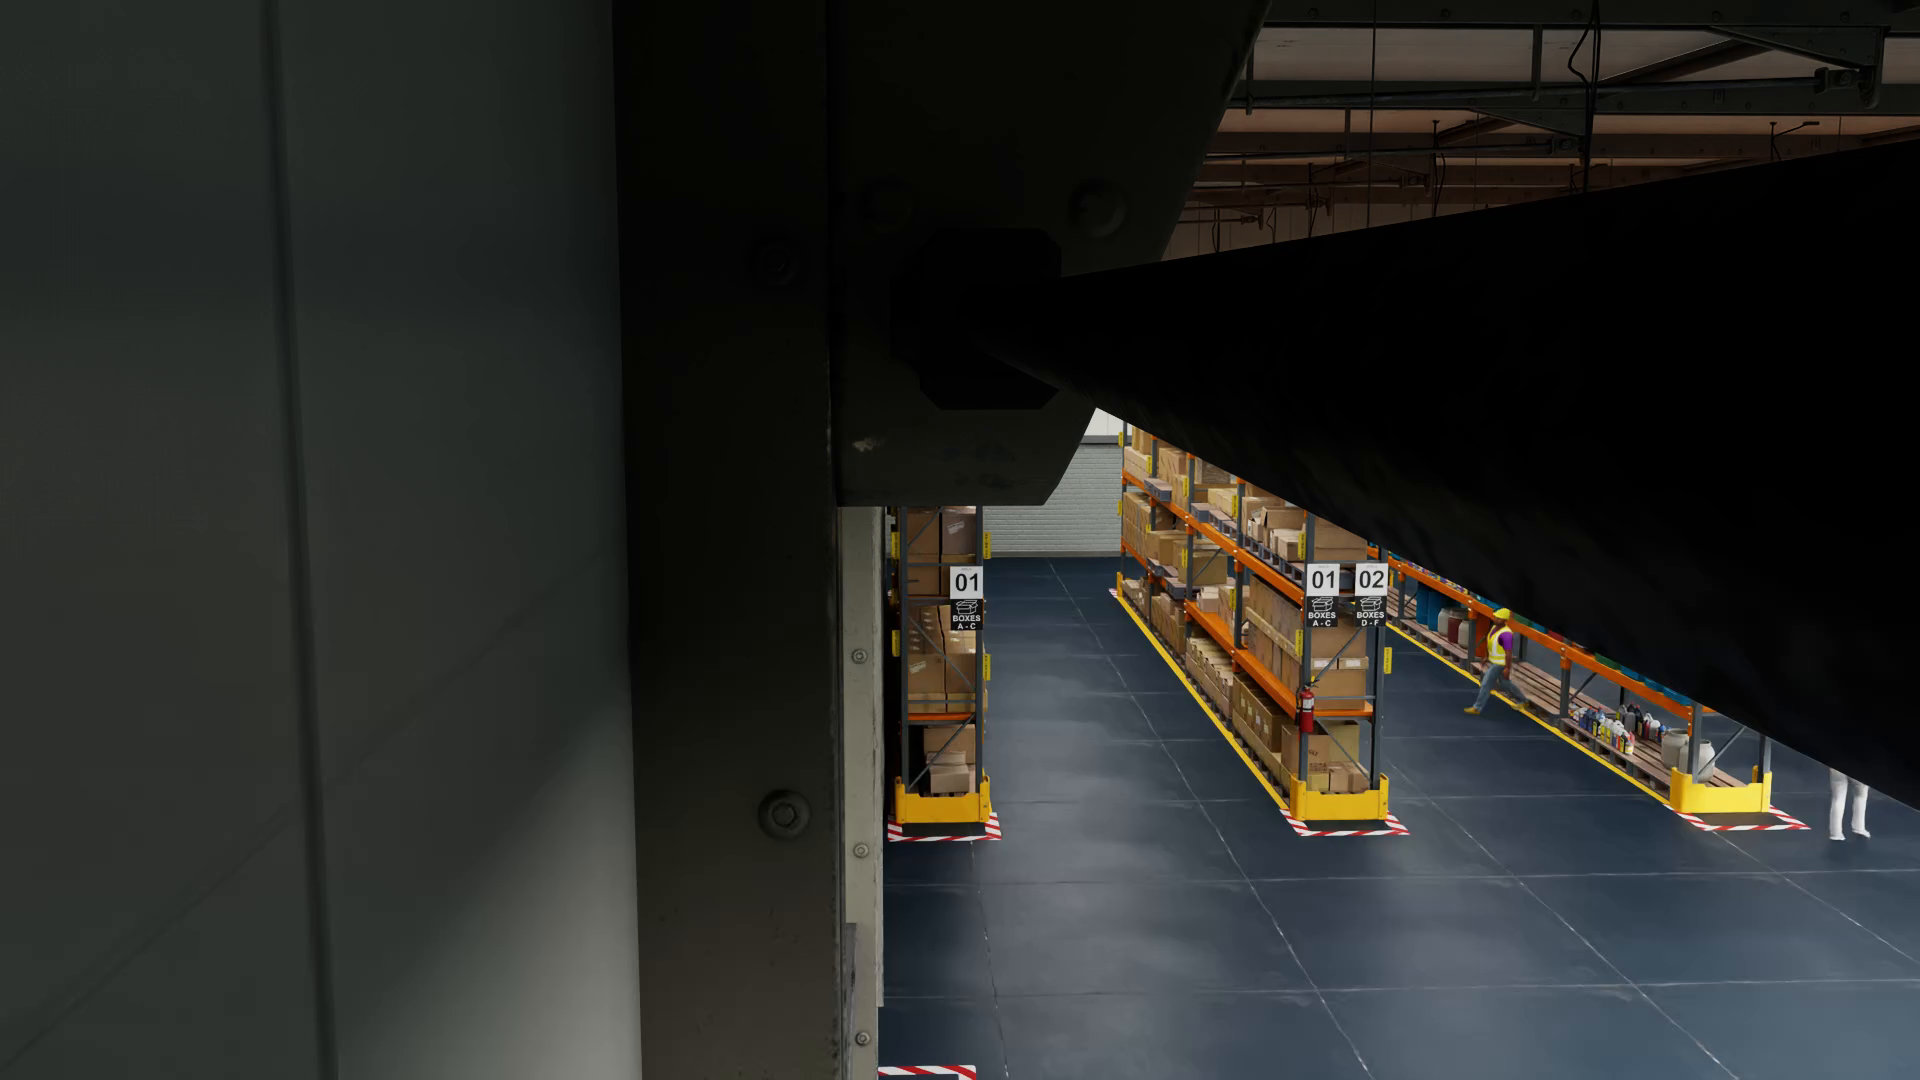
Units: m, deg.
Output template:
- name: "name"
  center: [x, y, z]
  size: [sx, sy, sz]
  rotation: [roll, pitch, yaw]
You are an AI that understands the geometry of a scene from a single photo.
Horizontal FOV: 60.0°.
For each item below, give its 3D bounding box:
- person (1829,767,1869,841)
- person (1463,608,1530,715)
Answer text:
- name: "person"
  center: [10.598, 2.753, 19.848]
  size: [0.499, 1.665, 0.650]
  rotation: [6, 10, 35]
- name: "person"
  center: [8.361, 1.891, 25.709]
  size: [1.063, 1.713, 0.550]
  rotation: [0, 8, 0]
